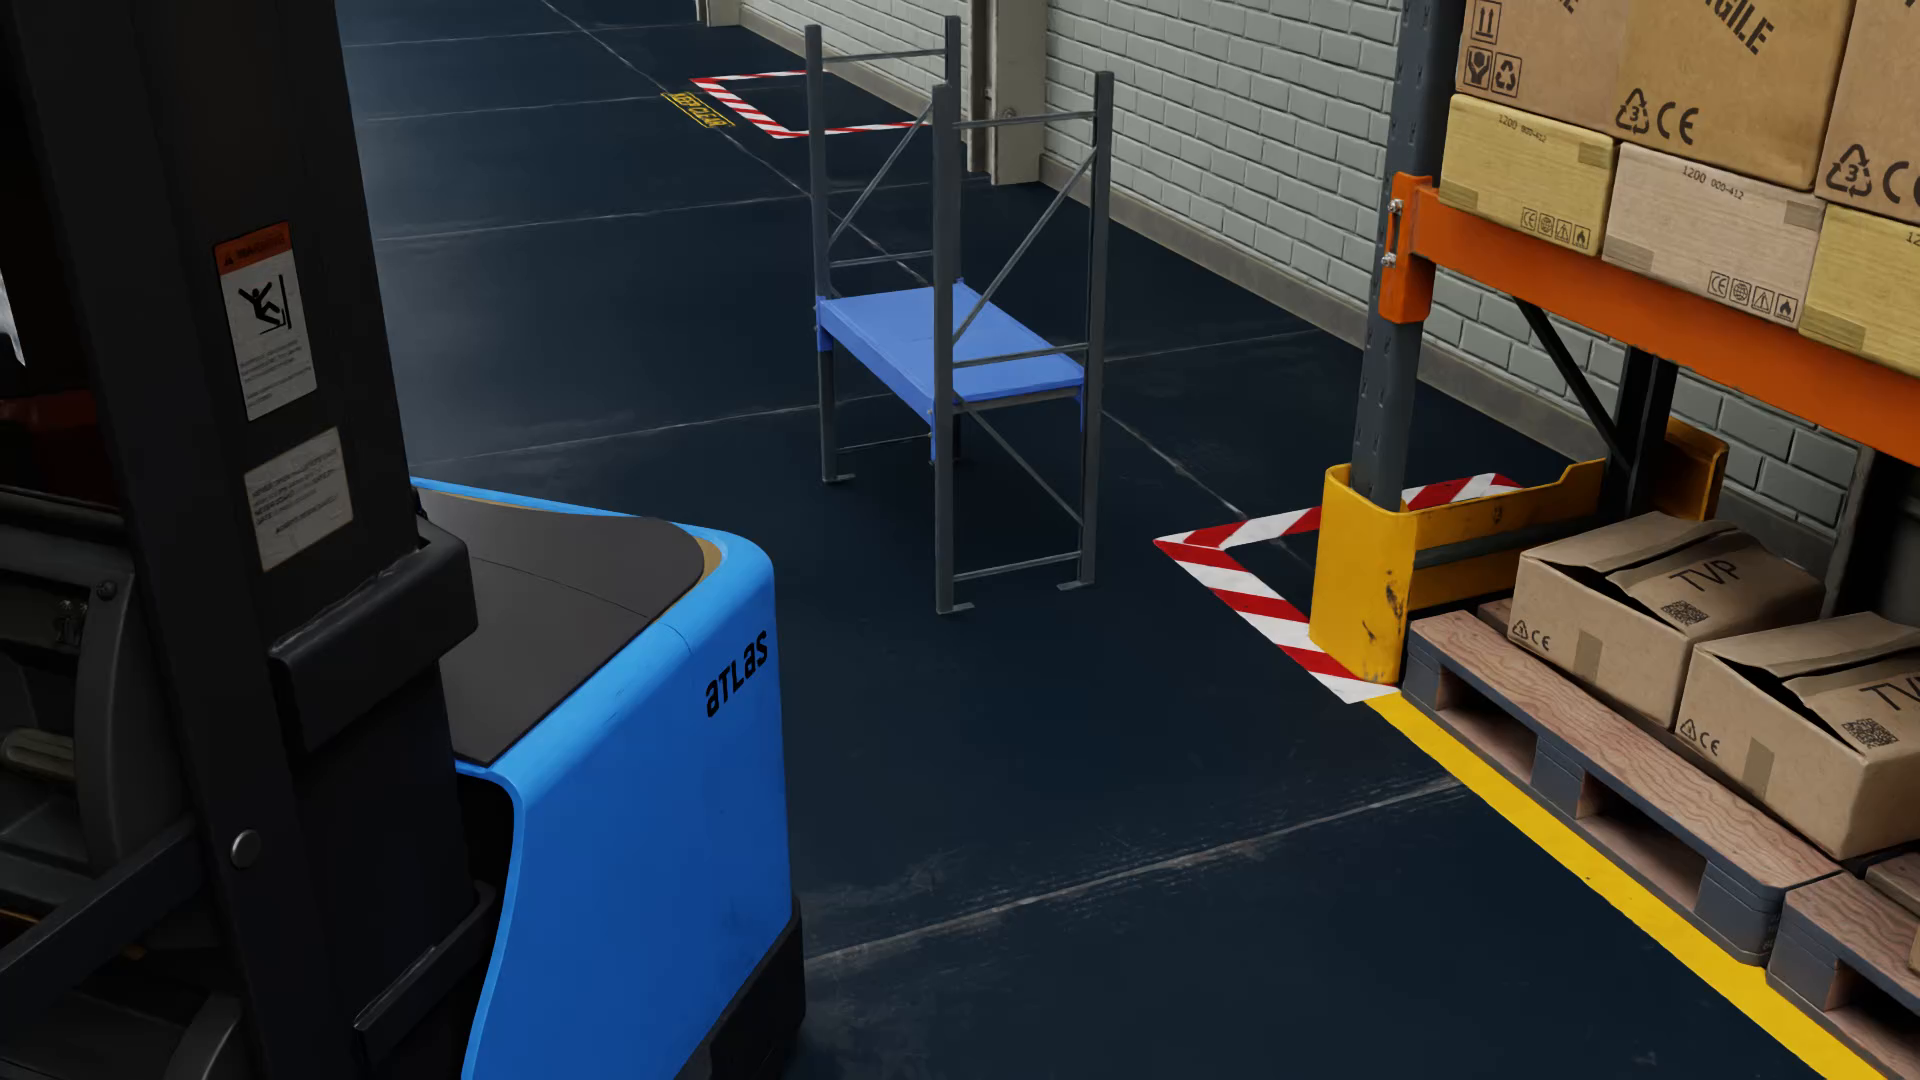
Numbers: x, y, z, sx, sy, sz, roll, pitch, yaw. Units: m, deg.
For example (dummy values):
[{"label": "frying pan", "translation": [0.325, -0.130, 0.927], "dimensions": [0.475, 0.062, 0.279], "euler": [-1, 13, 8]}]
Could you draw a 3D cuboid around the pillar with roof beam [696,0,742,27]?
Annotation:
[{"label": "pillar with roof beam", "translation": [-6.051, -7.819, 11.008], "dimensions": [9.100, 9.000, 0.400], "euler": [-11, 28, -21]}]

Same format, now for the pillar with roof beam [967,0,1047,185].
[{"label": "pillar with roof beam", "translation": [-3.702, -5.397, 6.047], "dimensions": [9.100, 9.000, 0.400], "euler": [-11, 28, -21]}]

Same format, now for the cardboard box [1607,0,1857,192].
[{"label": "cardboard box", "translation": [1.634, -0.985, 3.143], "dimensions": [0.500, 0.500, 0.500], "euler": [-10, 28, -20]}]

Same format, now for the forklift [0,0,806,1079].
[{"label": "forklift", "translation": [-1.299, 0.170, 1.561], "dimensions": [1.130, 2.935, 3.031], "euler": [10, 28, 19]}]

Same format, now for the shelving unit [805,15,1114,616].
[{"label": "shelving unit", "translation": [-0.033, -0.708, 4.991], "dimensions": [0.538, 1.500, 1.048], "euler": [-11, 28, -21]}]

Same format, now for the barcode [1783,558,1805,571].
[{"label": "barcode", "translation": [2.102, 0.087, 4.205], "dimensions": [0.001, 0.075, 0.075], "euler": [-11, 28, -21]}]

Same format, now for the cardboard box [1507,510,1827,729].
[{"label": "cardboard box", "translation": [1.727, 0.153, 4.081], "dimensions": [0.500, 0.311, 0.500], "euler": [-14, 29, -26]}]

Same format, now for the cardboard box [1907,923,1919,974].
[{"label": "cardboard box", "translation": [2.192, 0.603, 2.944], "dimensions": [0.700, 0.500, 0.500], "euler": [-12, 29, -24]}]

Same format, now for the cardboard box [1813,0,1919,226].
[{"label": "cardboard box", "translation": [1.830, -0.776, 2.713], "dimensions": [0.500, 0.500, 0.500], "euler": [-12, 28, -22]}]

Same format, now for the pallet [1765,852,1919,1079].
[{"label": "pallet", "translation": [2.328, 0.957, 3.049], "dimensions": [1.003, 0.211, 1.213], "euler": [-11, 28, -21]}]

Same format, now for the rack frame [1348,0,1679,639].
[{"label": "rack frame", "translation": [1.539, -1.152, 4.191], "dimensions": [1.000, 3.000, 0.127], "euler": [-11, 28, -21]}]

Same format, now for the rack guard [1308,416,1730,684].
[{"label": "rack guard", "translation": [1.569, 0.002, 4.677], "dimensions": [1.175, 0.500, 0.348], "euler": [-11, 28, -21]}]

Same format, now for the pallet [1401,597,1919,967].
[{"label": "pallet", "translation": [1.854, 0.465, 4.056], "dimensions": [1.003, 0.211, 1.213], "euler": [-11, 28, -21]}]

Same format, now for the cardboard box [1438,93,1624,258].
[{"label": "cardboard box", "translation": [1.438, -0.842, 3.705], "dimensions": [0.500, 0.250, 0.500], "euler": [-11, 28, -22]}]

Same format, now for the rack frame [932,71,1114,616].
[{"label": "rack frame", "translation": [0.166, -0.503, 4.571], "dimensions": [0.500, 1.500, 0.032], "euler": [-11, 28, -21]}]

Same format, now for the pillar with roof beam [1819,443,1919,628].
[{"label": "pillar with roof beam", "translation": [-1.352, -2.975, 1.086], "dimensions": [9.100, 9.000, 0.400], "euler": [-11, 28, -21]}]

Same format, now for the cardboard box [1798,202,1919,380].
[{"label": "cardboard box", "translation": [1.848, -0.429, 2.857], "dimensions": [0.500, 0.250, 0.500], "euler": [-11, 28, -21]}]

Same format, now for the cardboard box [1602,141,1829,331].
[{"label": "cardboard box", "translation": [1.654, -0.635, 3.280], "dimensions": [0.500, 0.250, 0.500], "euler": [-11, 28, -22]}]

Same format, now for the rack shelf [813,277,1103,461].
[{"label": "rack shelf", "translation": [-0.033, -0.547, 5.070], "dimensions": [0.538, 0.185, 1.000], "euler": [-11, 28, -21]}]

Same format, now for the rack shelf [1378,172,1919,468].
[{"label": "rack shelf", "translation": [2.322, -0.022, 2.696], "dimensions": [1.077, 0.370, 4.000], "euler": [-11, 28, -21]}]

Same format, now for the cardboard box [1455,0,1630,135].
[{"label": "cardboard box", "translation": [1.449, -1.187, 3.555], "dimensions": [0.500, 0.500, 0.500], "euler": [-11, 28, -21]}]

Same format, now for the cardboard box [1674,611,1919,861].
[{"label": "cardboard box", "translation": [1.950, 0.383, 3.610], "dimensions": [0.500, 0.311, 0.500], "euler": [-8, 27, -16]}]

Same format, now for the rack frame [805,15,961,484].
[{"label": "rack frame", "translation": [-0.232, -0.914, 5.412], "dimensions": [0.500, 1.500, 0.032], "euler": [-11, 28, -21]}]
